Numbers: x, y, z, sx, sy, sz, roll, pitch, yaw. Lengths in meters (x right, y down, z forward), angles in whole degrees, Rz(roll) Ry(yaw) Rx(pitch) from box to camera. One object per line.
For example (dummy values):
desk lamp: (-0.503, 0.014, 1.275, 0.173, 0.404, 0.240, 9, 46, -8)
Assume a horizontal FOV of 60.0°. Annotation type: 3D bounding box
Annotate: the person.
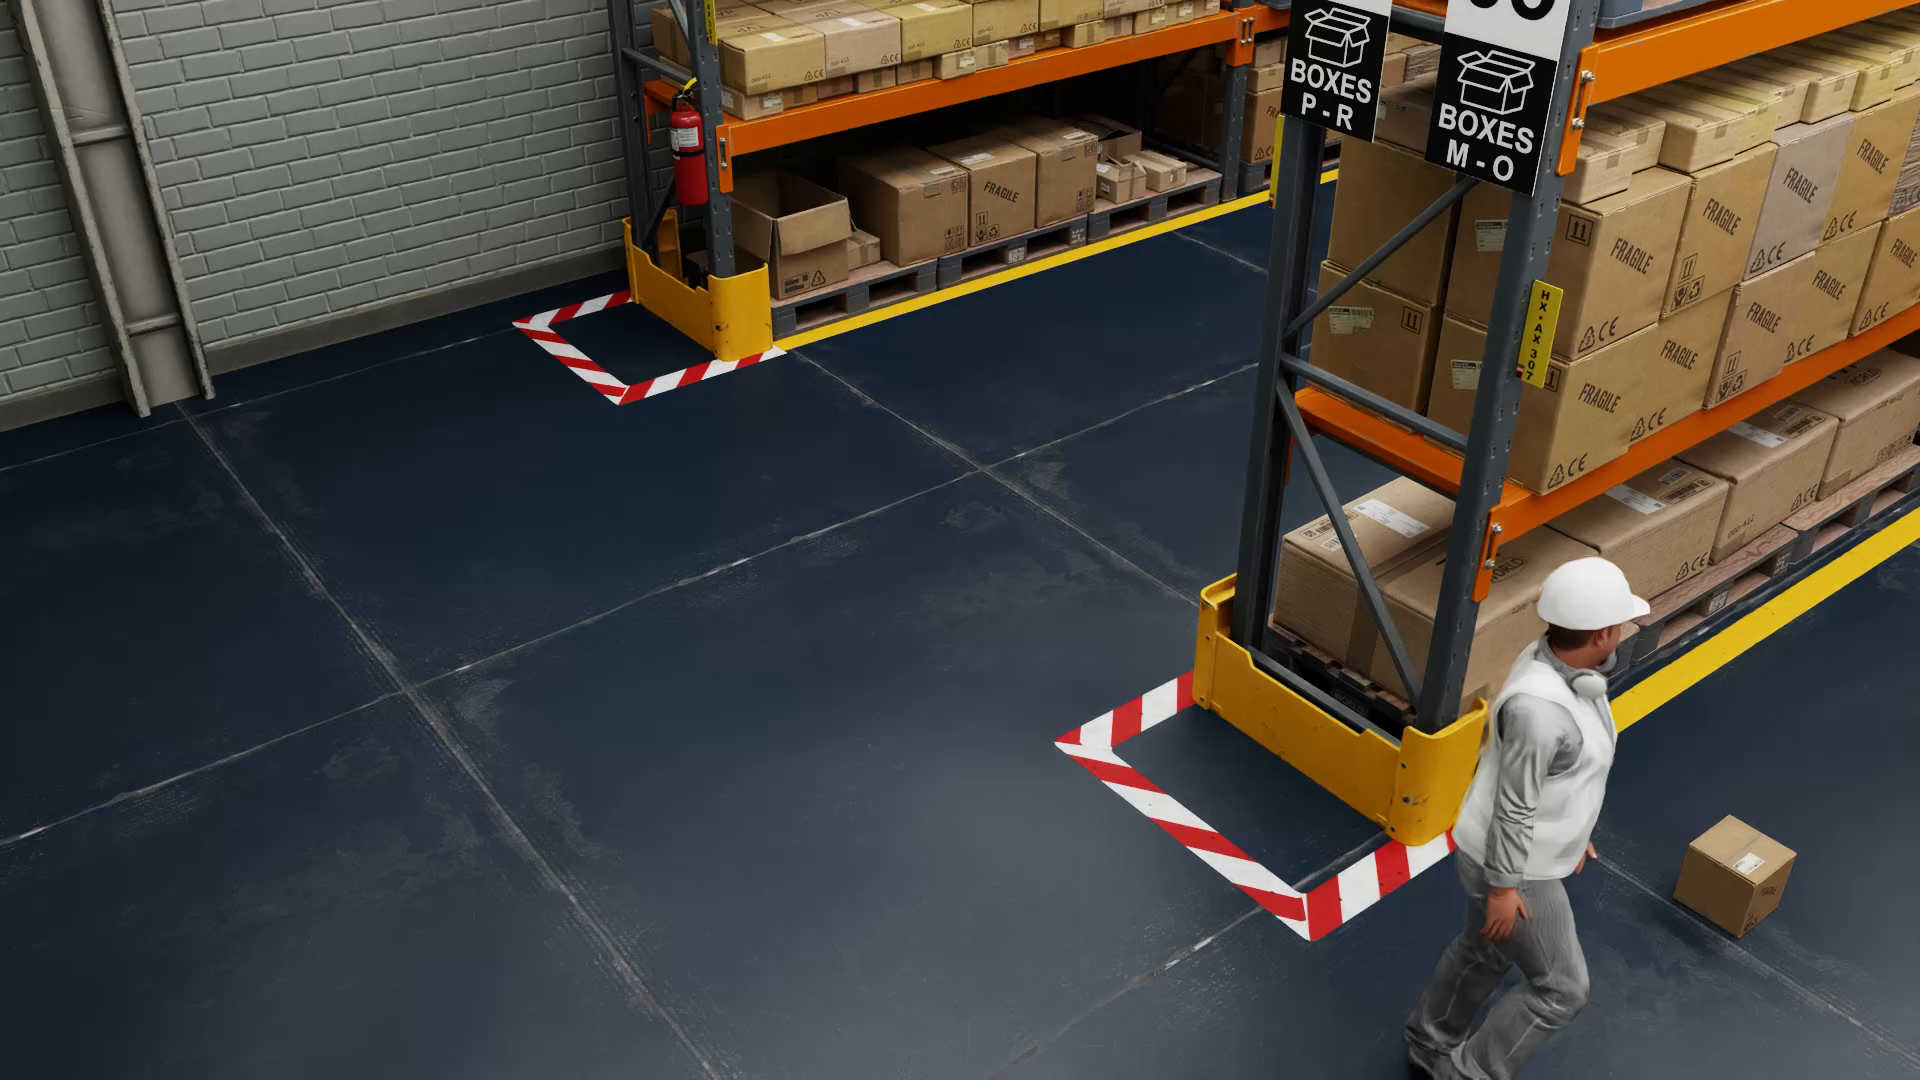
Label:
person: (1.613, 0.882, 4.681, 0.477, 1.757, 0.665, 16, 35, 24)
